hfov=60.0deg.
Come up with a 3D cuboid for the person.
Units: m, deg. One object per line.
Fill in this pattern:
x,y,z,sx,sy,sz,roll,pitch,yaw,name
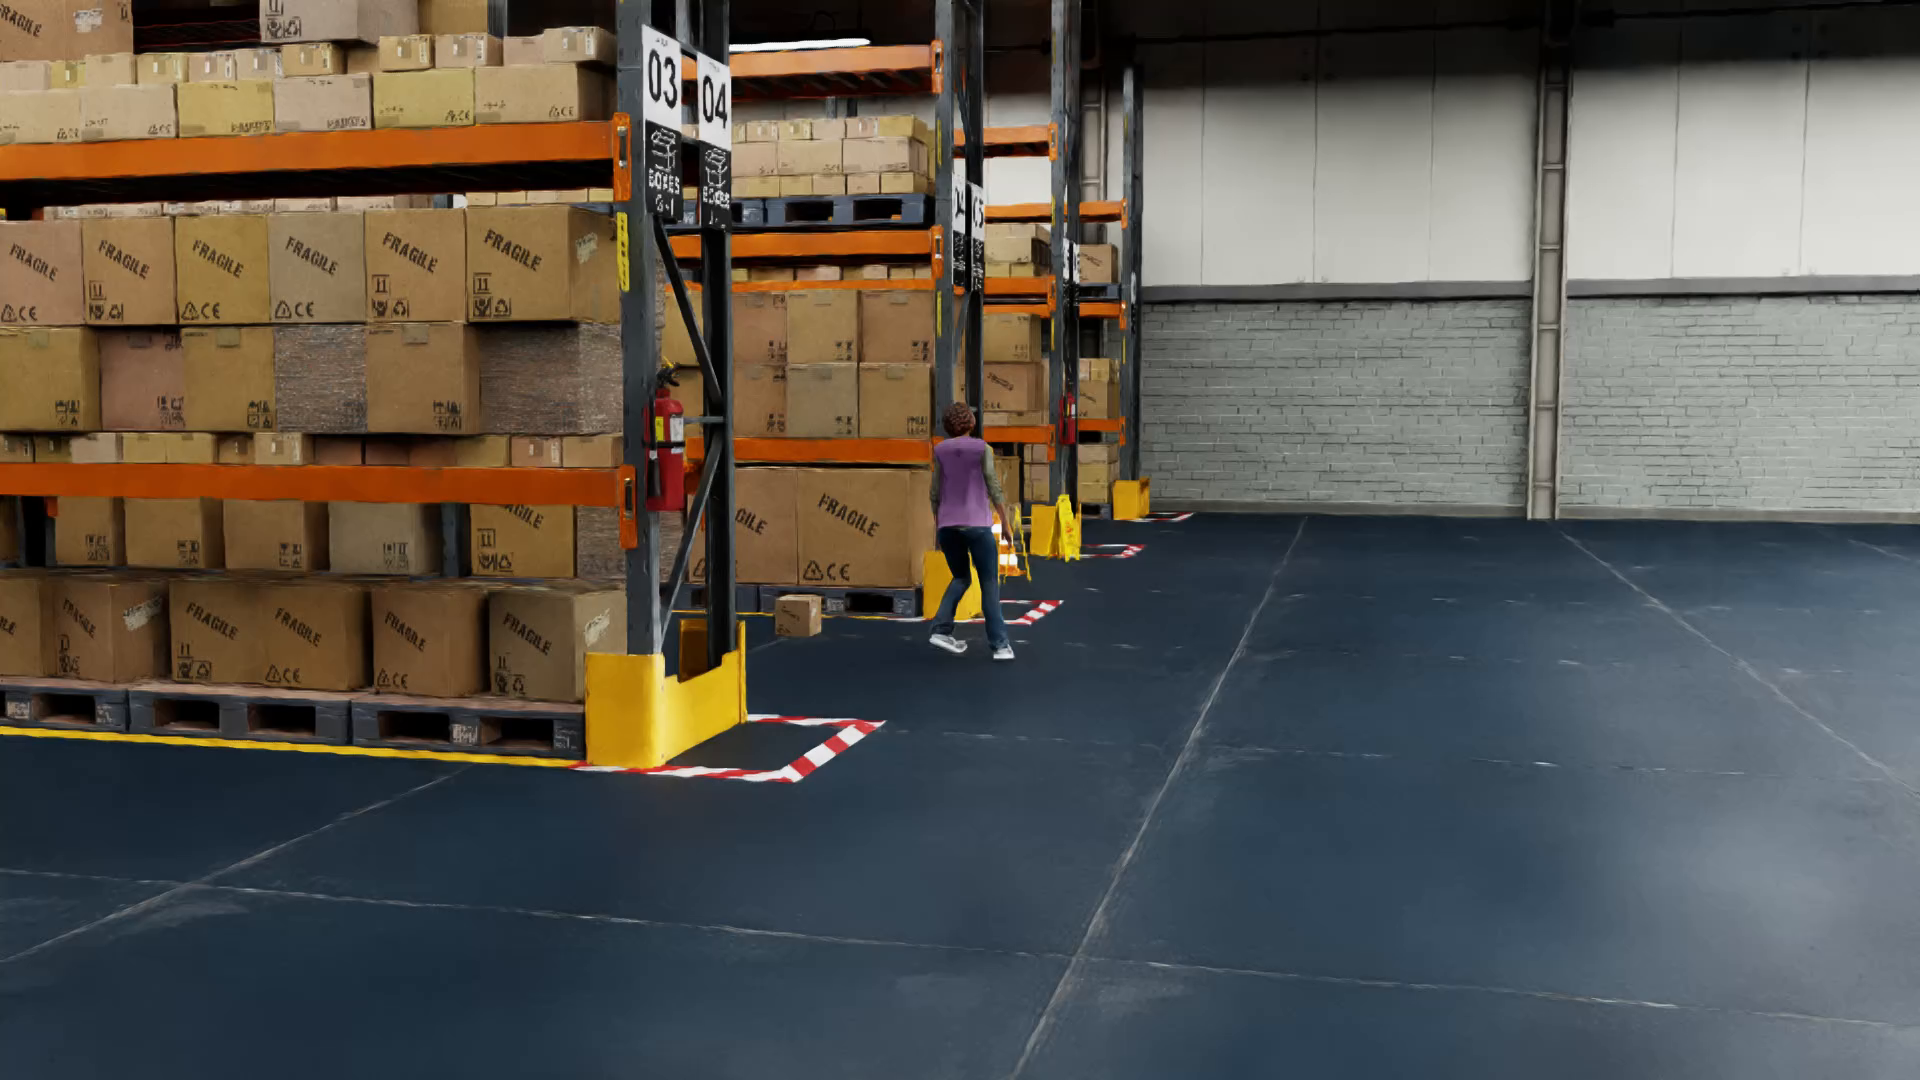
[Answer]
0.061,-0.050,10.184,0.526,1.569,0.372,2,5,22,person
